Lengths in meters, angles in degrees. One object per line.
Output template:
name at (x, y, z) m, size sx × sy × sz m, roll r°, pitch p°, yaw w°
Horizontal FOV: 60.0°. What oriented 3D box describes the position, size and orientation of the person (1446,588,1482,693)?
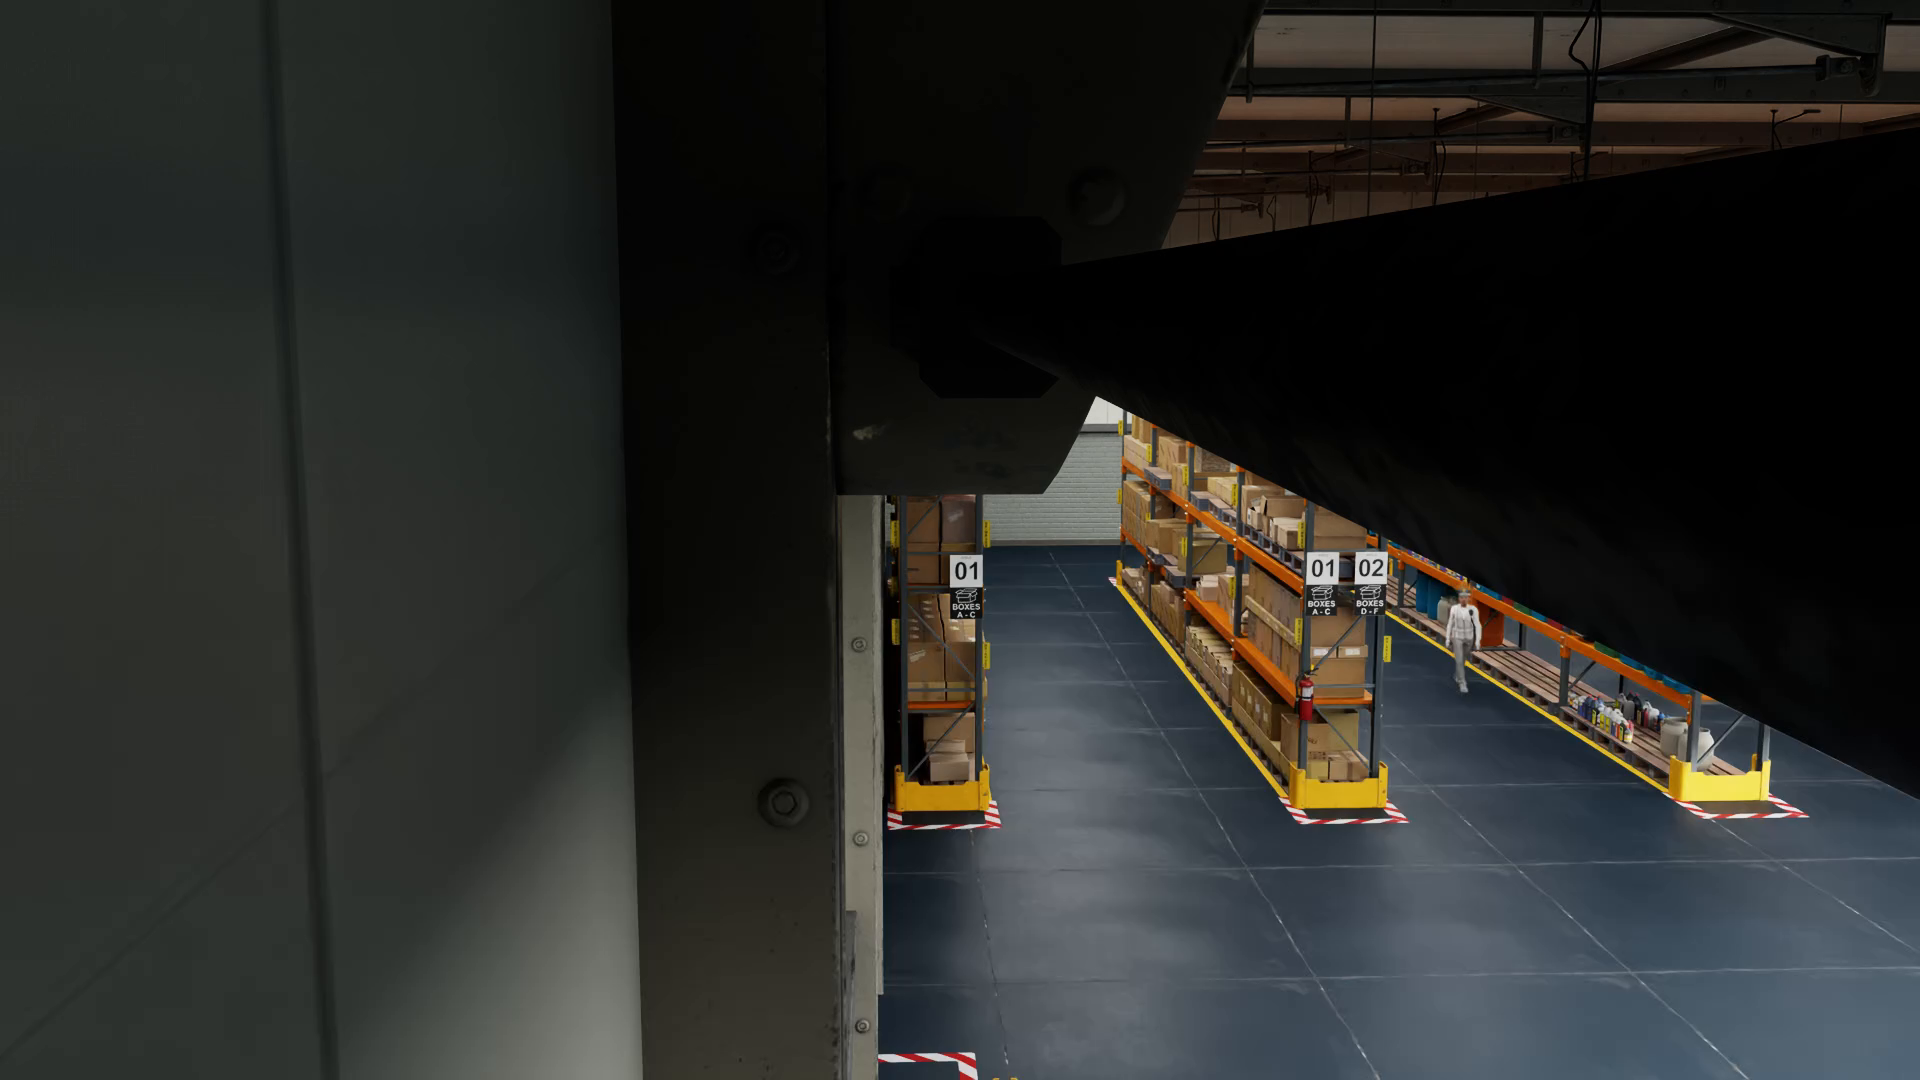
person at (8.118, 1.575, 26.723) m, size 0.491 × 1.620 × 1.023 m, roll 0°, pitch 8°, yaw 0°
